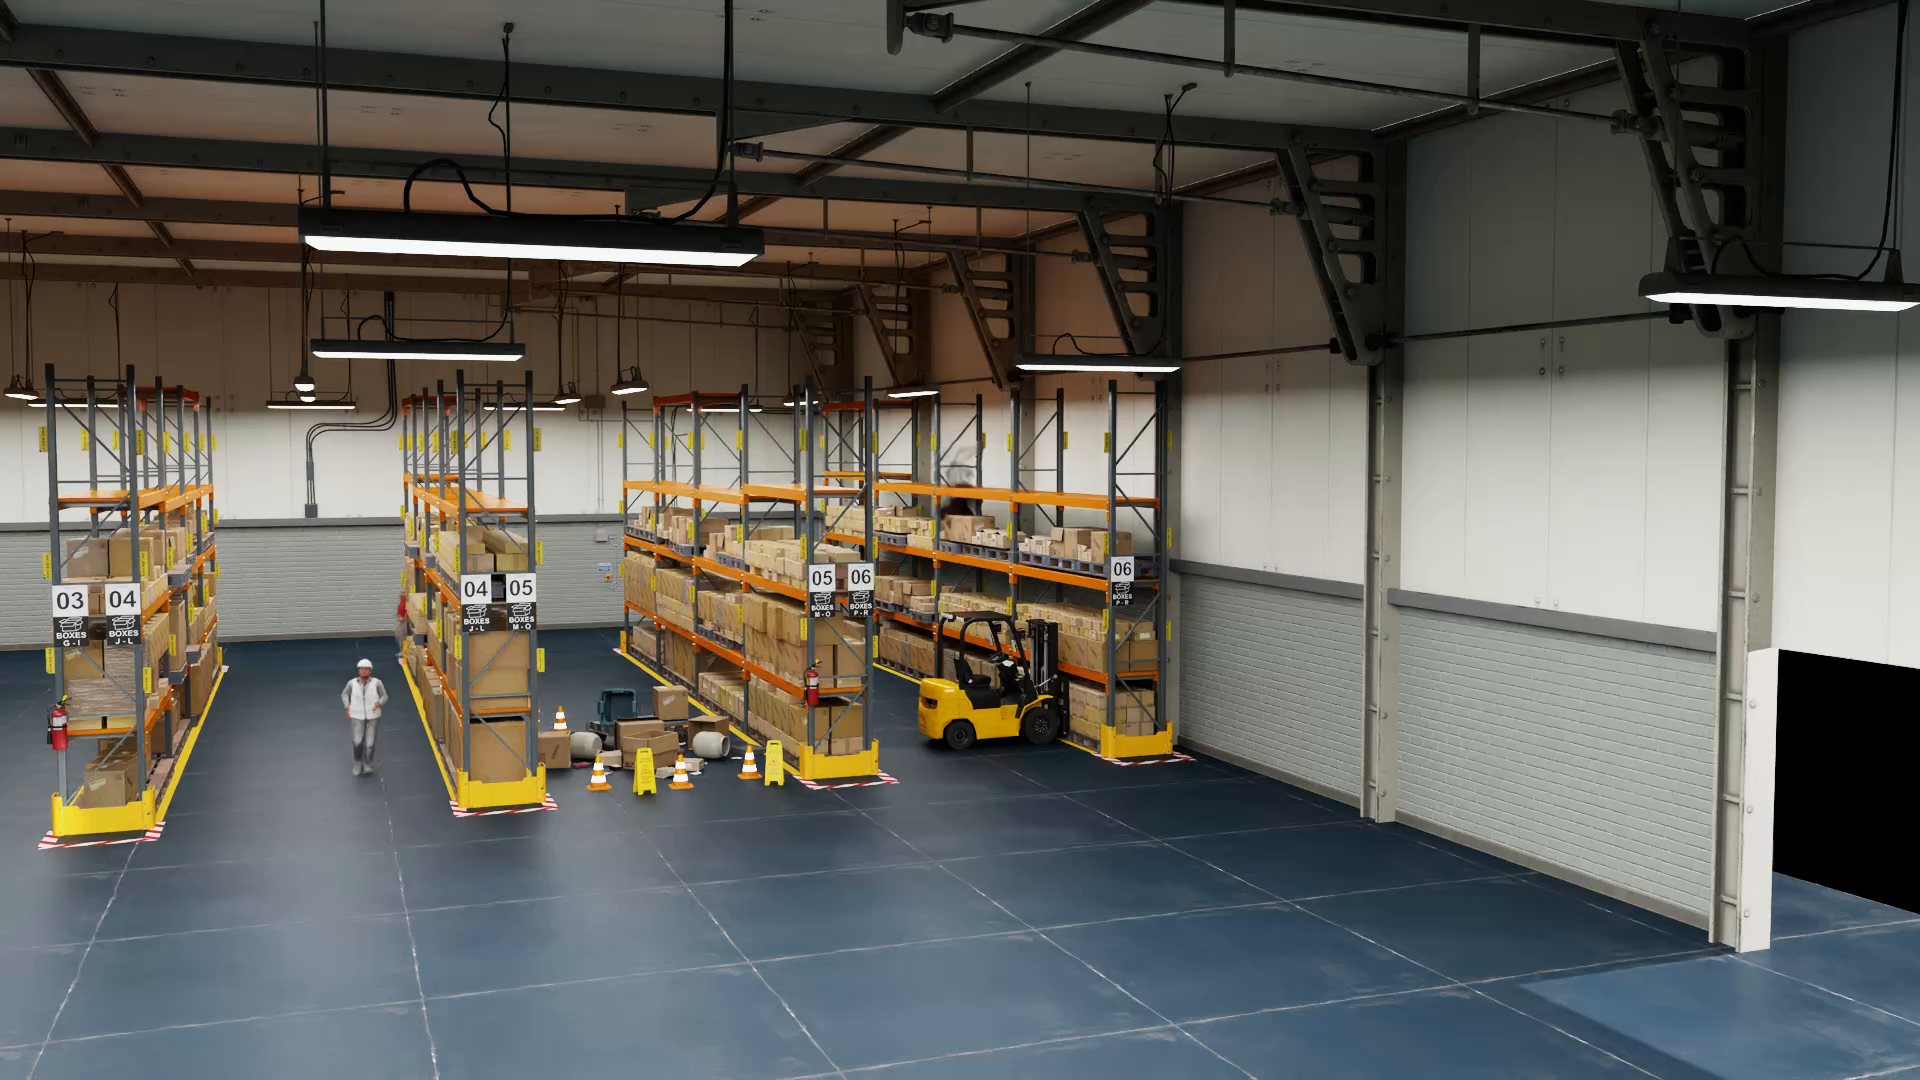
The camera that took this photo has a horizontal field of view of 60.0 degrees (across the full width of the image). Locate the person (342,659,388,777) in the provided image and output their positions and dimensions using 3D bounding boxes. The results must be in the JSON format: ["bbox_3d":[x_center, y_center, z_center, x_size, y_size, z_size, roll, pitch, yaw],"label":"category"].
[{"bbox_3d":[-8.918,2.669,24.951,0.659,1.764,0.675,-1,4,-21],"label":"person"}]

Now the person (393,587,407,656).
[{"bbox_3d":[-12.910,1.921,38.909,0.649,1.650,0.680,-2,4,-27],"label":"person"}]
